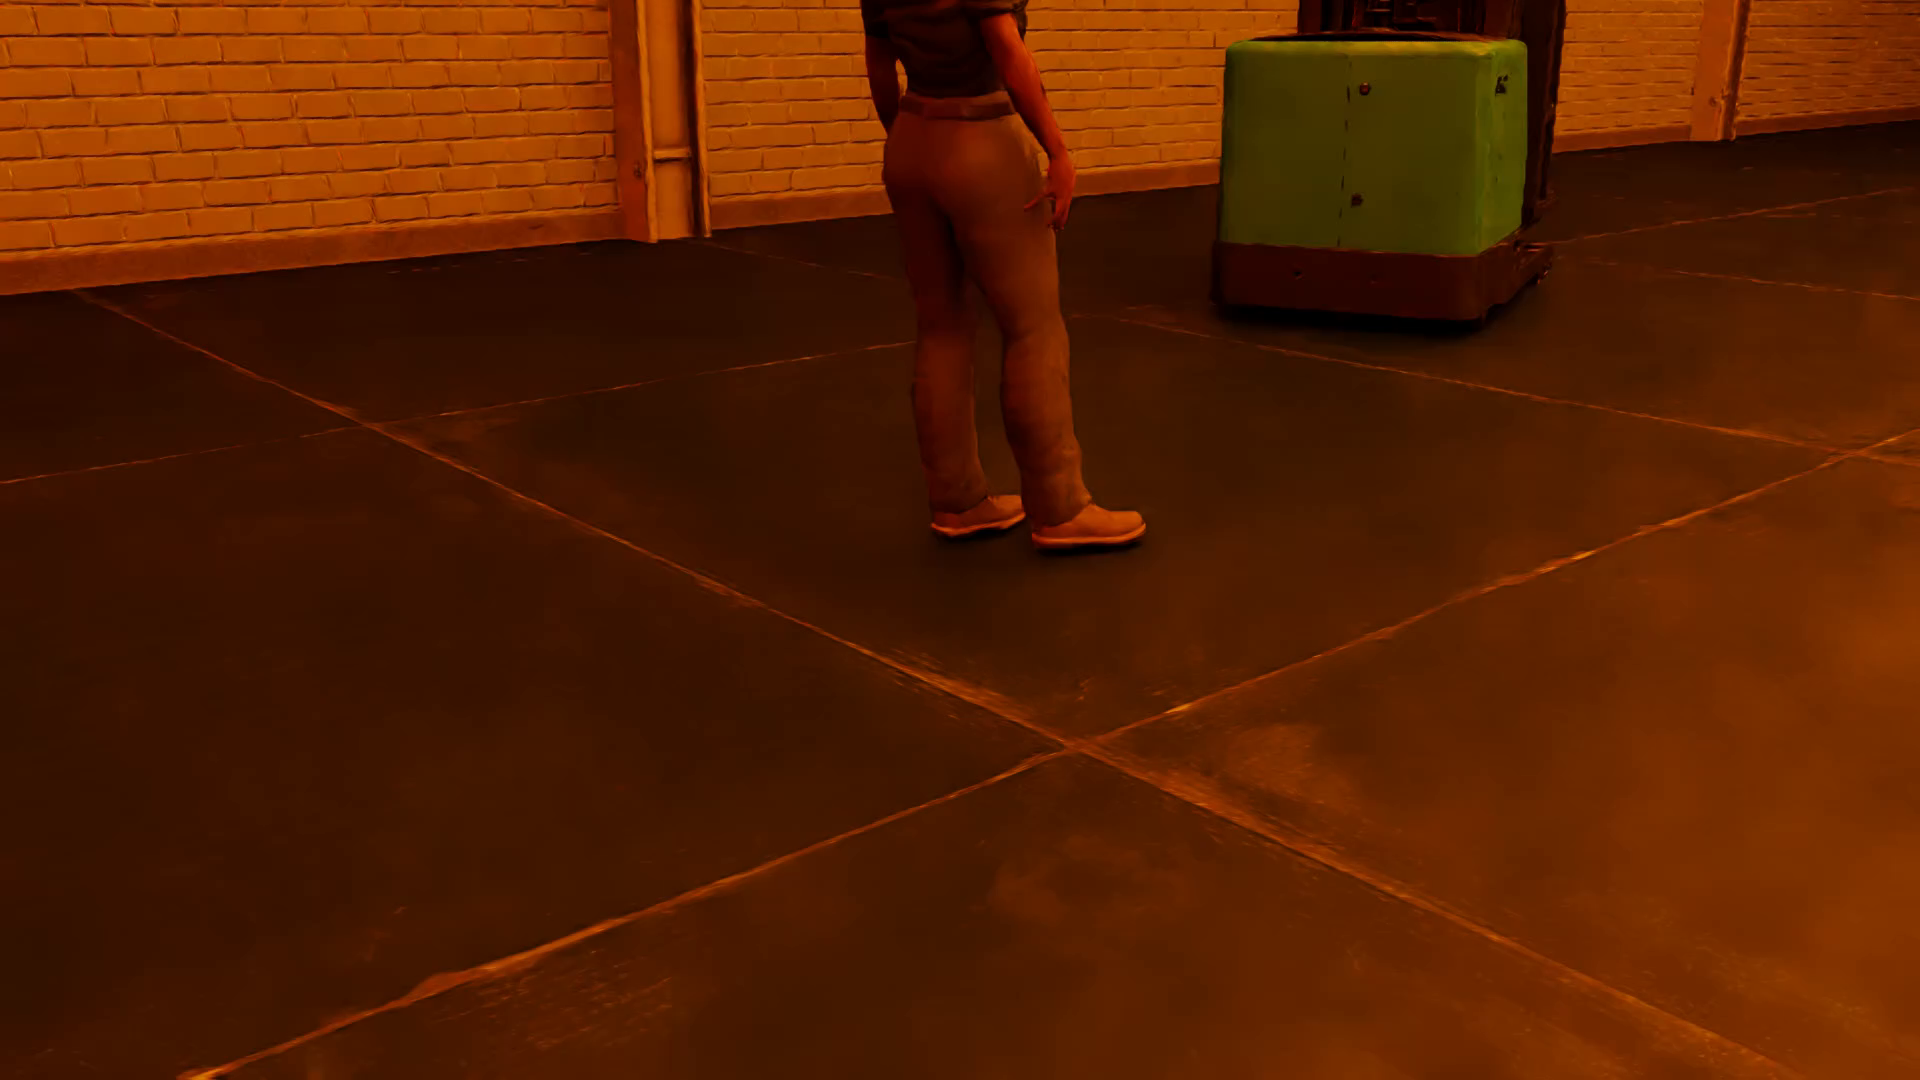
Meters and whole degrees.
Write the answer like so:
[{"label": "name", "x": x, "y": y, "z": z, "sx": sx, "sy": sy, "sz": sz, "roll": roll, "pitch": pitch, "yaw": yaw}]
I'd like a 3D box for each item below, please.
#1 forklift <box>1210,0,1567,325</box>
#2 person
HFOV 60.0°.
[{"label": "forklift", "x": 2.117, "y": -2.615, "z": 7.298, "sx": 1.130, "sy": 2.935, "sz": 3.031, "roll": 8, "pitch": 19, "yaw": 25}, {"label": "person", "x": 0.080, "y": -0.809, "z": 3.639, "sx": 0.503, "sy": 1.656, "sz": 0.569, "roll": -14, "pitch": 22, "yaw": -38}]
